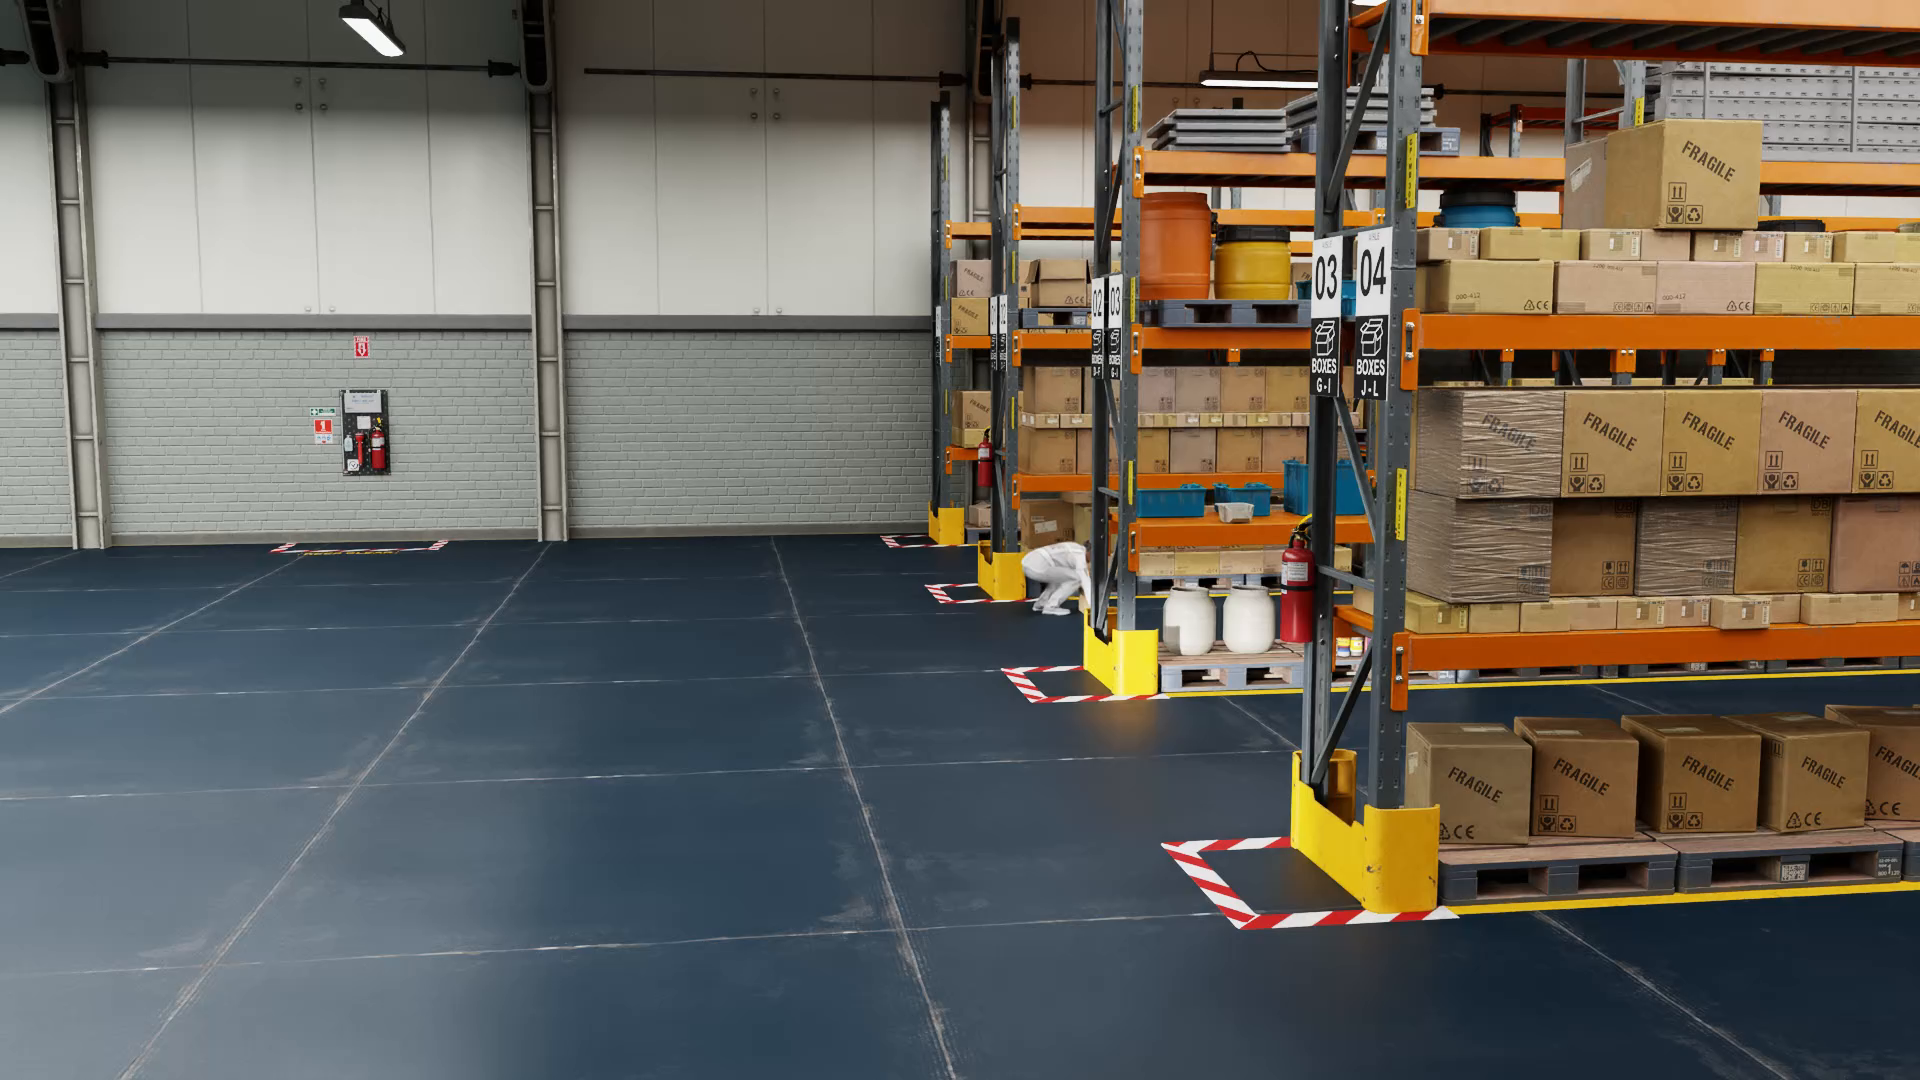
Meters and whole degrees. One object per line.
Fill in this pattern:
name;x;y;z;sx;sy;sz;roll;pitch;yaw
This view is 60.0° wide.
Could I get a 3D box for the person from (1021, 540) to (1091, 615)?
person;1.062;0.362;16.711;0.908;0.783;0.450;-1;7;-12
